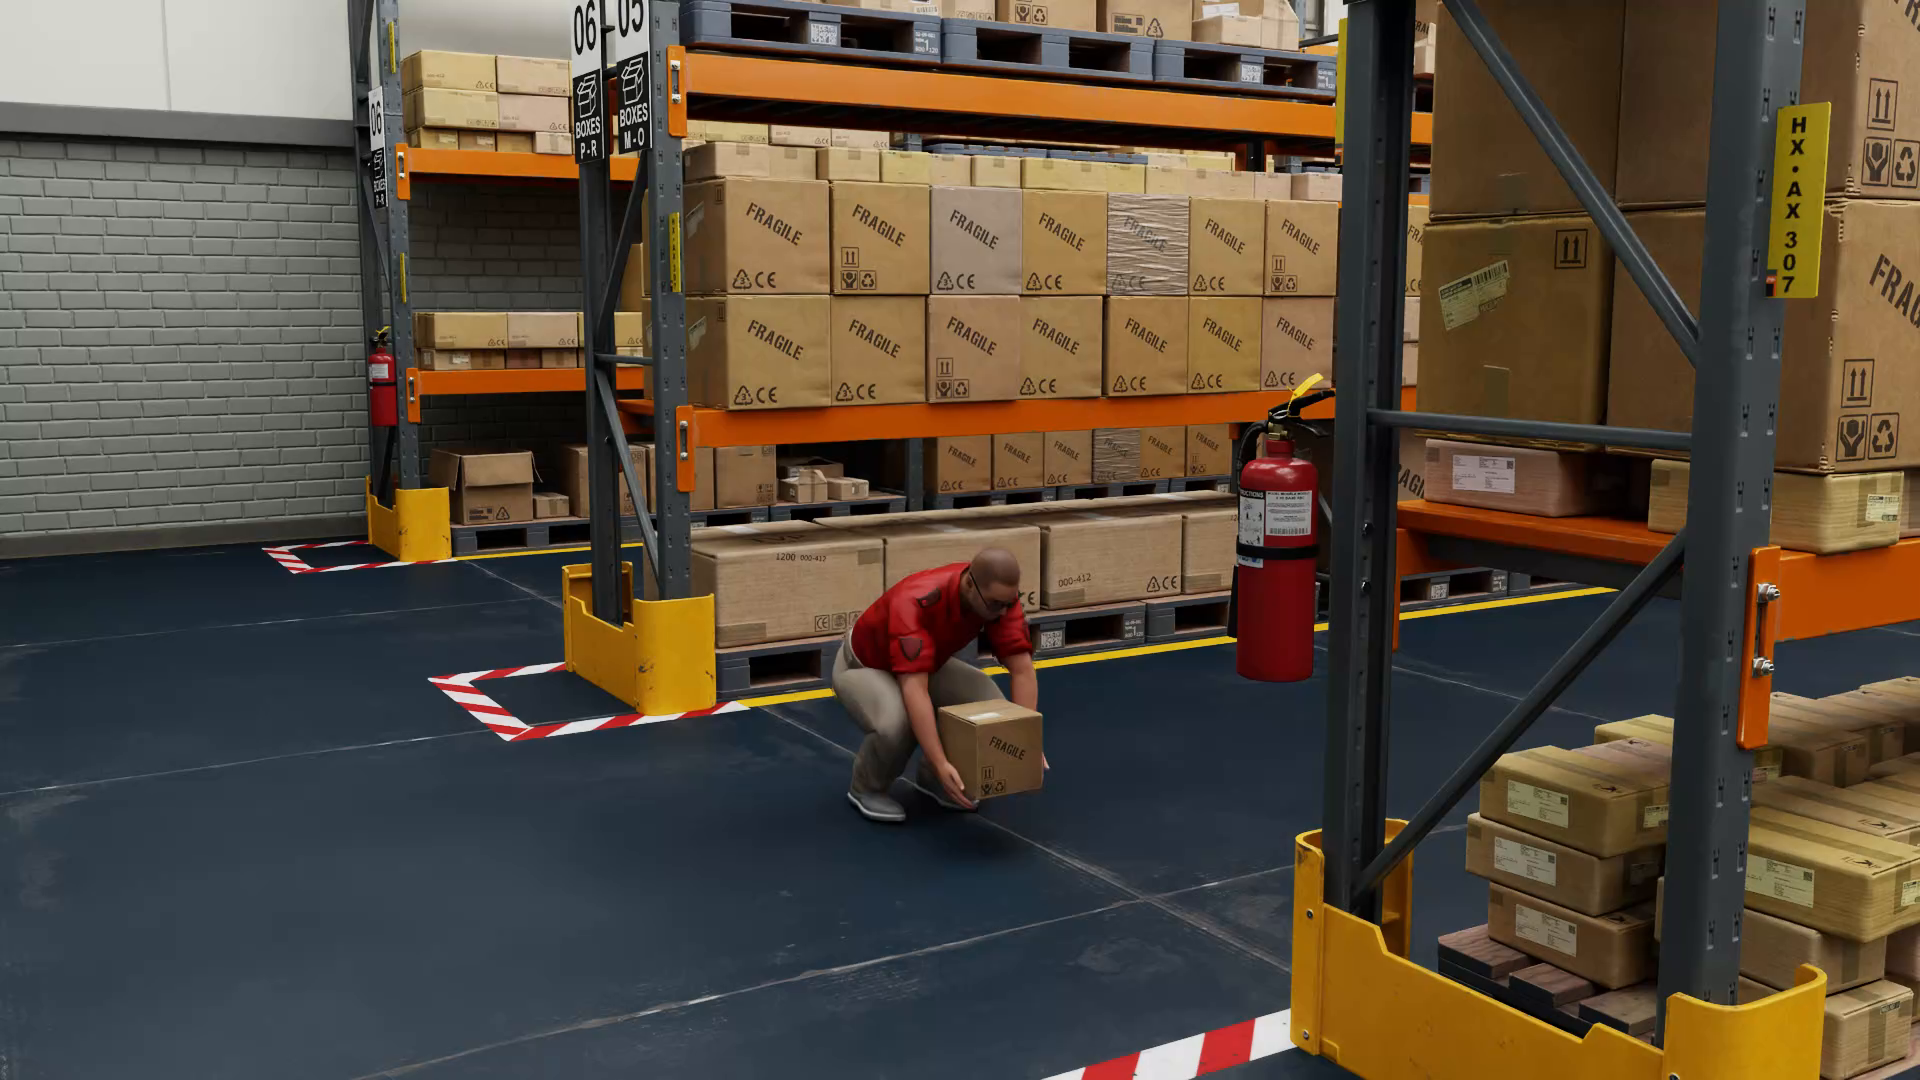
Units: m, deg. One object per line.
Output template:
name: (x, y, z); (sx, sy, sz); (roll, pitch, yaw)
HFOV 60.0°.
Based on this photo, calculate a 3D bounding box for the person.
person: (-0.075, 0.484, 5.706); (0.568, 0.970, 0.881); (-5, 9, -31)
